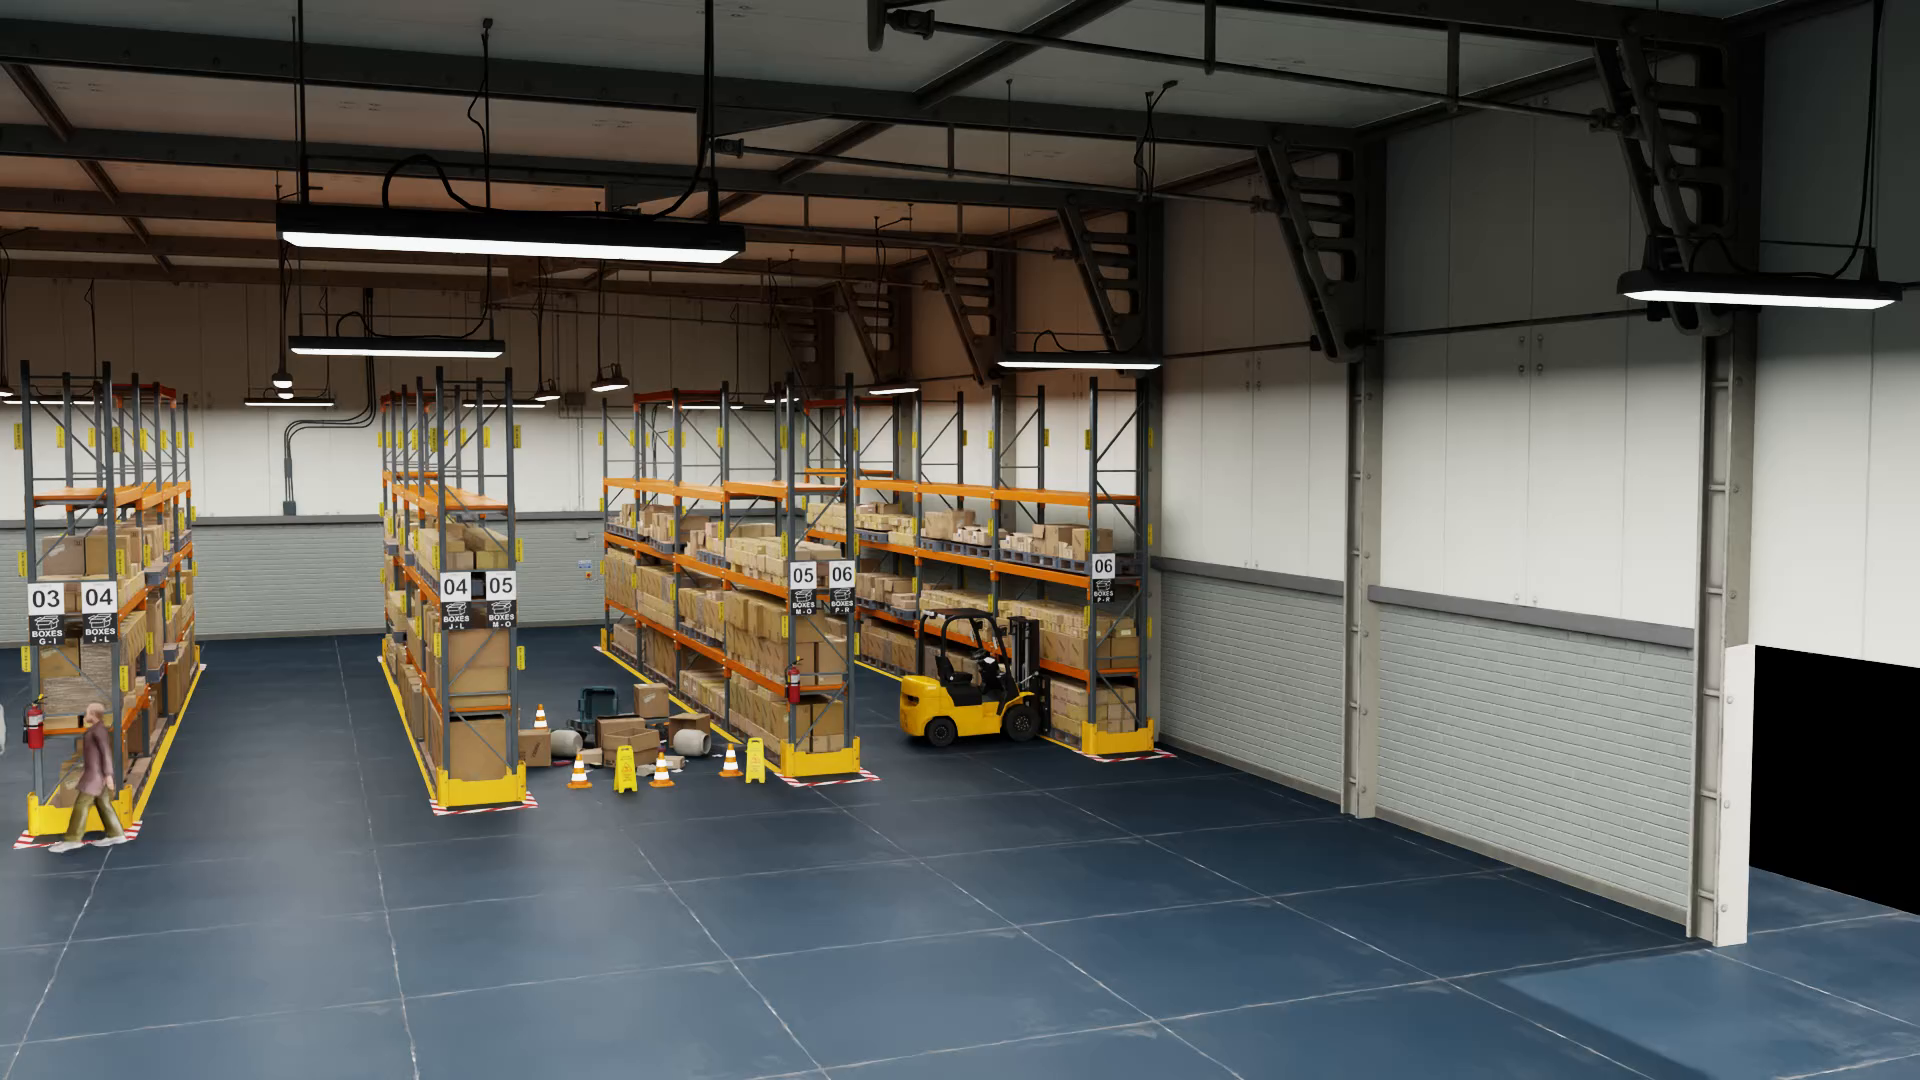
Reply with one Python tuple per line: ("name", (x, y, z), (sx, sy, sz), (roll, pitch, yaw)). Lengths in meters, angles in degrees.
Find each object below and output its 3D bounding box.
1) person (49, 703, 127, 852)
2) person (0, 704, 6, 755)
("person", (-10.692, 2.889, 20.386), (0.815, 1.771, 0.621), (-1, 4, -19))
("person", (-13.349, 2.789, 22.758), (0.520, 1.672, 0.400), (-1, 4, -23))
